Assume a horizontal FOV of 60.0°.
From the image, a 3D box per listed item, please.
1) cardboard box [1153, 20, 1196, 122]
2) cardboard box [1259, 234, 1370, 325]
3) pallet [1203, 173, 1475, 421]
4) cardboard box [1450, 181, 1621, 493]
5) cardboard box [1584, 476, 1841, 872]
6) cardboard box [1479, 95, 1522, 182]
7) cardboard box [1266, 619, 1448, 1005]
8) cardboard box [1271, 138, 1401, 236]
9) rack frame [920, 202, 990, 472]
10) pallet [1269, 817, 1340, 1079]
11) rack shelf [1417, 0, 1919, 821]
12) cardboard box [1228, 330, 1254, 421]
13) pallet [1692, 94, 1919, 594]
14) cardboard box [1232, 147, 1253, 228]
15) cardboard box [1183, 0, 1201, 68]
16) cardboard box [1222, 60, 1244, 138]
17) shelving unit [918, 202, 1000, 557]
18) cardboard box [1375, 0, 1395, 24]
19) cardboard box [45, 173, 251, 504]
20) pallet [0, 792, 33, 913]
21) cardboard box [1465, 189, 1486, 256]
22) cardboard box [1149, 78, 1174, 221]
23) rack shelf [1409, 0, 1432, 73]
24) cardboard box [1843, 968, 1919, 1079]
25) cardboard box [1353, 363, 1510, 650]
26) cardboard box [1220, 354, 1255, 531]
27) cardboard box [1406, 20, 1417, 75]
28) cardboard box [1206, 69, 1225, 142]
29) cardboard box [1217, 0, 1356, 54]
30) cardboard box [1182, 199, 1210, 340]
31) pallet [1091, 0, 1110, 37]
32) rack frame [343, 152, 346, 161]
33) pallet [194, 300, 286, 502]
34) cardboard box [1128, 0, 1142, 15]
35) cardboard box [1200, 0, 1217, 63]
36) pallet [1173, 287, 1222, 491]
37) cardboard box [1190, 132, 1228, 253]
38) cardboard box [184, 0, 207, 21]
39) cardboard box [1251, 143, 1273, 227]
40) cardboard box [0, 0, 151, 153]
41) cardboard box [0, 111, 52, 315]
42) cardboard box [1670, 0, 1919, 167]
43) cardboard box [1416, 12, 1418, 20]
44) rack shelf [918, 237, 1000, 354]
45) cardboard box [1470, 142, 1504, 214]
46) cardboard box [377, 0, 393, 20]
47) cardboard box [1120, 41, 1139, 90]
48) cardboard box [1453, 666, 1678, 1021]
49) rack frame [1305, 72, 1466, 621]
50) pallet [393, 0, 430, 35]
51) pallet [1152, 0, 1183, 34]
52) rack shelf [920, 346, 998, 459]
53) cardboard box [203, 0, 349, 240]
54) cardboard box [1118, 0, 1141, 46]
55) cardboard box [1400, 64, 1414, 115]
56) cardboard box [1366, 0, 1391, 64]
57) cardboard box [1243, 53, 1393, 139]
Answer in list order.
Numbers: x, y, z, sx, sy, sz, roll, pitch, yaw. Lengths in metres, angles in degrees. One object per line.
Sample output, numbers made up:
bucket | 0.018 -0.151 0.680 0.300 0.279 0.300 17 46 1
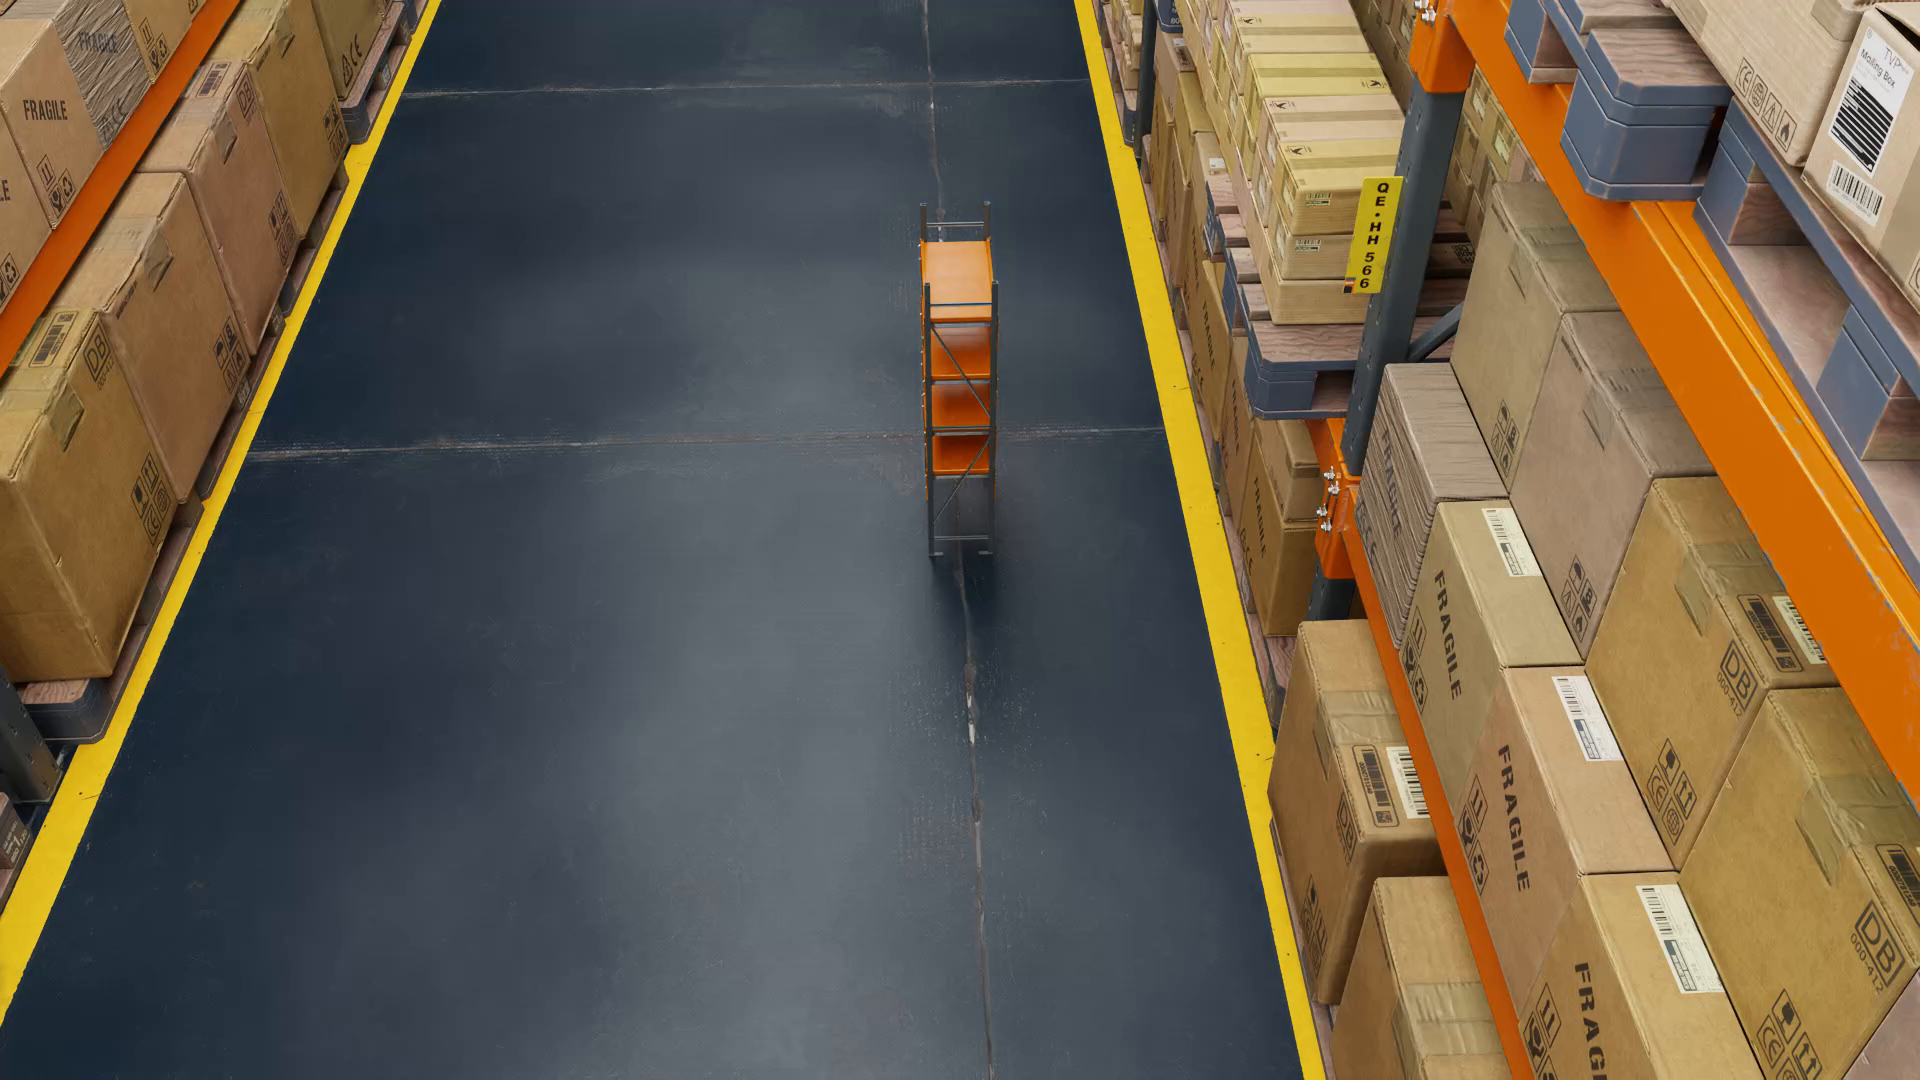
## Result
cardboard box | 1.143 -2.064 7.266 0.500 0.250 0.500 -3 43 -4
cardboard box | 1.065 -0.743 4.715 0.380 0.149 0.250 -1 43 -1
pallet | 1.409 -0.768 5.010 1.213 0.211 1.003 -2 43 -2
cardboard box | 1.554 -0.463 3.721 0.700 0.500 0.500 -2 43 -2
cardboard box | 1.601 0.225 2.971 0.700 0.500 0.500 -2 43 -2
cardboard box | 1.705 -1.141 4.710 0.380 0.149 0.250 -3 43 -3
cardboard box | 1.481 0.728 4.590 1.050 0.750 0.750 -2 43 -2
cardboard box | 1.066 -0.960 4.512 0.380 0.149 0.250 -3 43 -3
rack frame | -0.017 -0.719 6.146 0.240 1.200 0.015 -2 43 -2
pallet | 1.504 1.202 4.783 1.003 0.211 1.213 -2 43 -2
rack shelf | 1.630 0.149 2.180 1.077 0.370 4.000 -2 43 -2
cardboard box | 1.222 -0.665 5.740 0.500 0.250 0.500 -1 43 -1
pallet | 1.676 -0.209 2.178 1.003 0.211 1.213 0 43 0
cardboard box | 1.045 -1.084 5.088 0.380 0.149 0.250 -1 43 -1
cardboard box | 1.001 -1.792 5.861 0.380 0.149 0.250 -3 43 -4
cardboard box | 1.032 -1.379 5.190 0.380 0.149 0.250 -2 43 -2
shelving unit | -0.007 -0.554 5.966 0.258 1.200 0.503 -2 43 -2
cardboard box | 1.654 -1.916 5.775 0.380 0.149 0.250 0 43 0
cardboard box | -3.453 -0.726 6.084 1.225 0.875 0.875 -2 43 -2
pallet | -3.383 1.269 4.709 1.003 0.211 1.213 -2 43 -2
cardboard box | 1.717 -0.912 4.900 0.380 0.149 0.250 0 43 0
cardboard box | 1.142 -1.788 7.520 0.500 0.500 0.500 0 43 0
rack shelf | 1.460 -2.551 5.126 1.077 0.370 4.000 -2 43 -2
cardboard box | 1.643 0.911 2.222 0.700 0.500 0.500 -1 43 -1
cardboard box | 1.295 -0.087 4.051 0.500 0.500 0.500 -1 43 -1
cardboard box | 1.238 -0.381 5.985 0.500 0.500 0.500 0 43 0
cardboard box | 1.676 -1.566 5.394 0.380 0.149 0.250 -2 43 -2
cardboard box | 1.025 -1.434 5.470 0.380 0.149 0.250 -3 43 -4
cardboard box | 1.028 -1.649 5.264 0.380 0.149 0.250 -2 43 -2
cardboard box | 1.202 -1.077 6.745 0.500 0.500 0.500 -1 43 -1
pallet | 1.257 -3.311 9.706 1.003 0.211 1.213 -2 43 -2
rack frame | -3.584 -2.987 7.289 1.000 3.000 0.127 -2 43 -2
pallet | -3.421 -0.615 6.764 1.003 0.211 1.213 -2 43 -2
cardboard box | 1.050 -2.788 8.431 0.380 0.149 0.250 -1 43 -1
cardboard box | 1.012 -1.724 5.565 0.380 0.149 0.250 -1 43 -1
pallet | 1.465 -0.682 6.838 1.003 0.211 1.213 -2 43 -2
cardboard box | 1.185 -1.360 6.498 0.500 0.250 0.500 0 43 0
cardboard box | -3.277 -2.382 6.554 0.500 0.500 0.500 0 43 0
cardboard box | 1.056 -1.033 4.812 0.380 0.149 0.250 0 43 0
cardboard box | -3.232 -1.691 5.801 0.500 0.500 0.500 -1 43 -2
cardboard box | -3.187 -1.007 5.055 0.500 0.500 0.500 -3 43 -3
cardboard box | 1.378 -0.770 2.376 0.500 0.250 0.500 -1 43 -1
cardboard box | 1.675 -1.668 5.285 0.380 0.149 0.250 0 43 0
rack shelf | -0.007 -0.844 5.701 0.258 0.148 0.480 -2 43 -2
cardboard box | 1.712 -1.048 4.828 0.380 0.149 0.250 0 43 0
cardboard box | -3.571 -3.414 9.016 0.875 0.875 0.875 -2 43 -2
cardboard box | 1.018 -2.420 8.469 0.380 0.149 0.250 -1 43 -1
cardboard box | 1.340 0.597 3.305 0.500 0.500 0.500 -2 43 -2
rack frame | 1.545 -0.361 4.423 1.000 3.000 0.127 -2 43 -2
pallet | -3.593 -3.300 9.694 1.003 0.211 1.213 -2 43 -2
pallet | 1.263 -2.470 6.867 1.003 0.211 1.213 -2 43 -2
rack shelf | -0.007 -0.504 6.012 0.258 0.148 0.480 -2 43 -2
cardboard box | -3.537 -1.927 7.394 1.225 0.875 0.875 -2 43 -2
cardboard box | 1.021 -2.660 8.511 0.380 0.149 0.250 -4 43 -4
cardboard box | 1.678 -1.456 5.493 0.380 0.149 0.250 0 43 0
cardboard box | 1.660 -1.801 5.870 0.380 0.149 0.250 -3 43 -3
cardboard box | 1.047 -1.306 4.890 0.380 0.149 0.250 0 43 0
